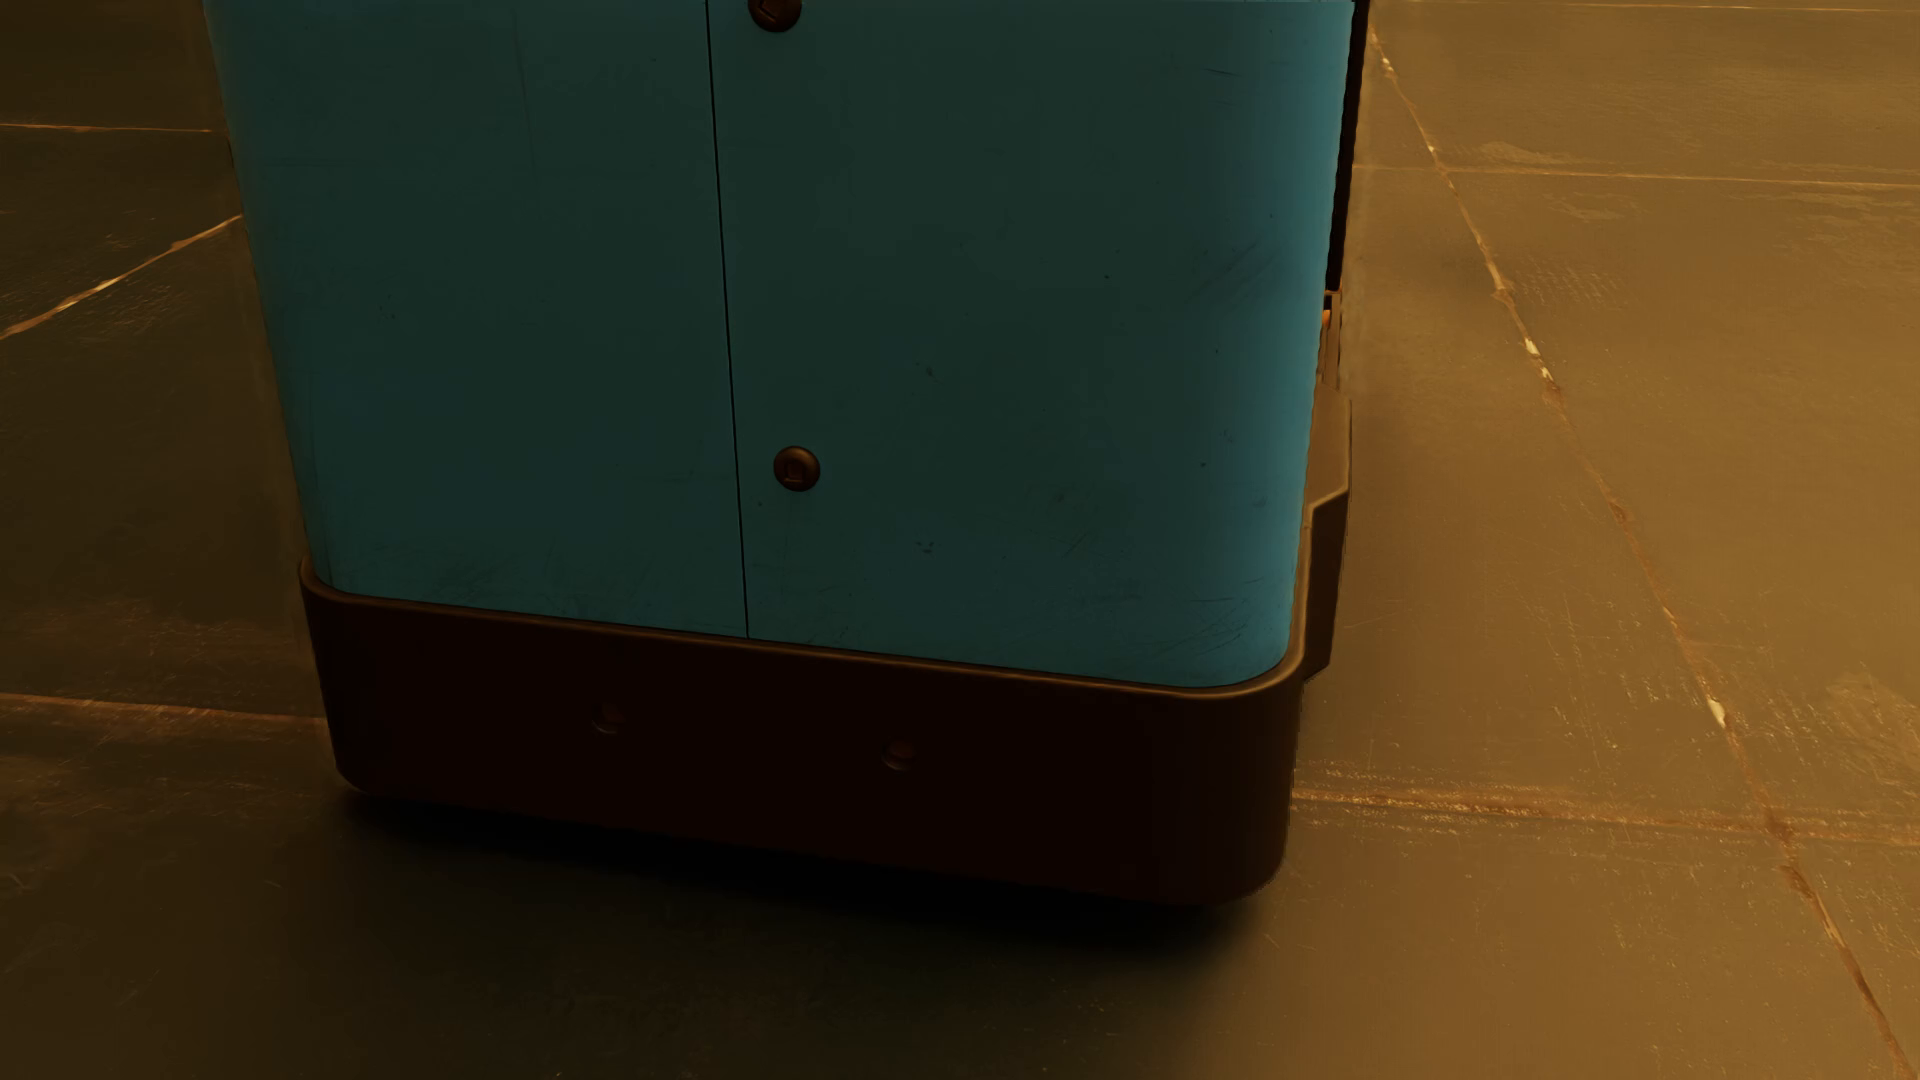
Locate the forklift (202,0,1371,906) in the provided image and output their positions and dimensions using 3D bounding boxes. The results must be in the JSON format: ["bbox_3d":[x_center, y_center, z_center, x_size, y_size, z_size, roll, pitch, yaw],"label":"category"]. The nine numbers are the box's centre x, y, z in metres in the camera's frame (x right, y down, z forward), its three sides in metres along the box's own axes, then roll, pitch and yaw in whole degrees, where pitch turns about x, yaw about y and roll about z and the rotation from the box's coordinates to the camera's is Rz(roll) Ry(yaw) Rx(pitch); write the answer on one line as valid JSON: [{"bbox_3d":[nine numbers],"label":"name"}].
[{"bbox_3d":[0.118,-1.591,2.406,1.130,2.935,3.031,6,27,11],"label":"forklift"}]
